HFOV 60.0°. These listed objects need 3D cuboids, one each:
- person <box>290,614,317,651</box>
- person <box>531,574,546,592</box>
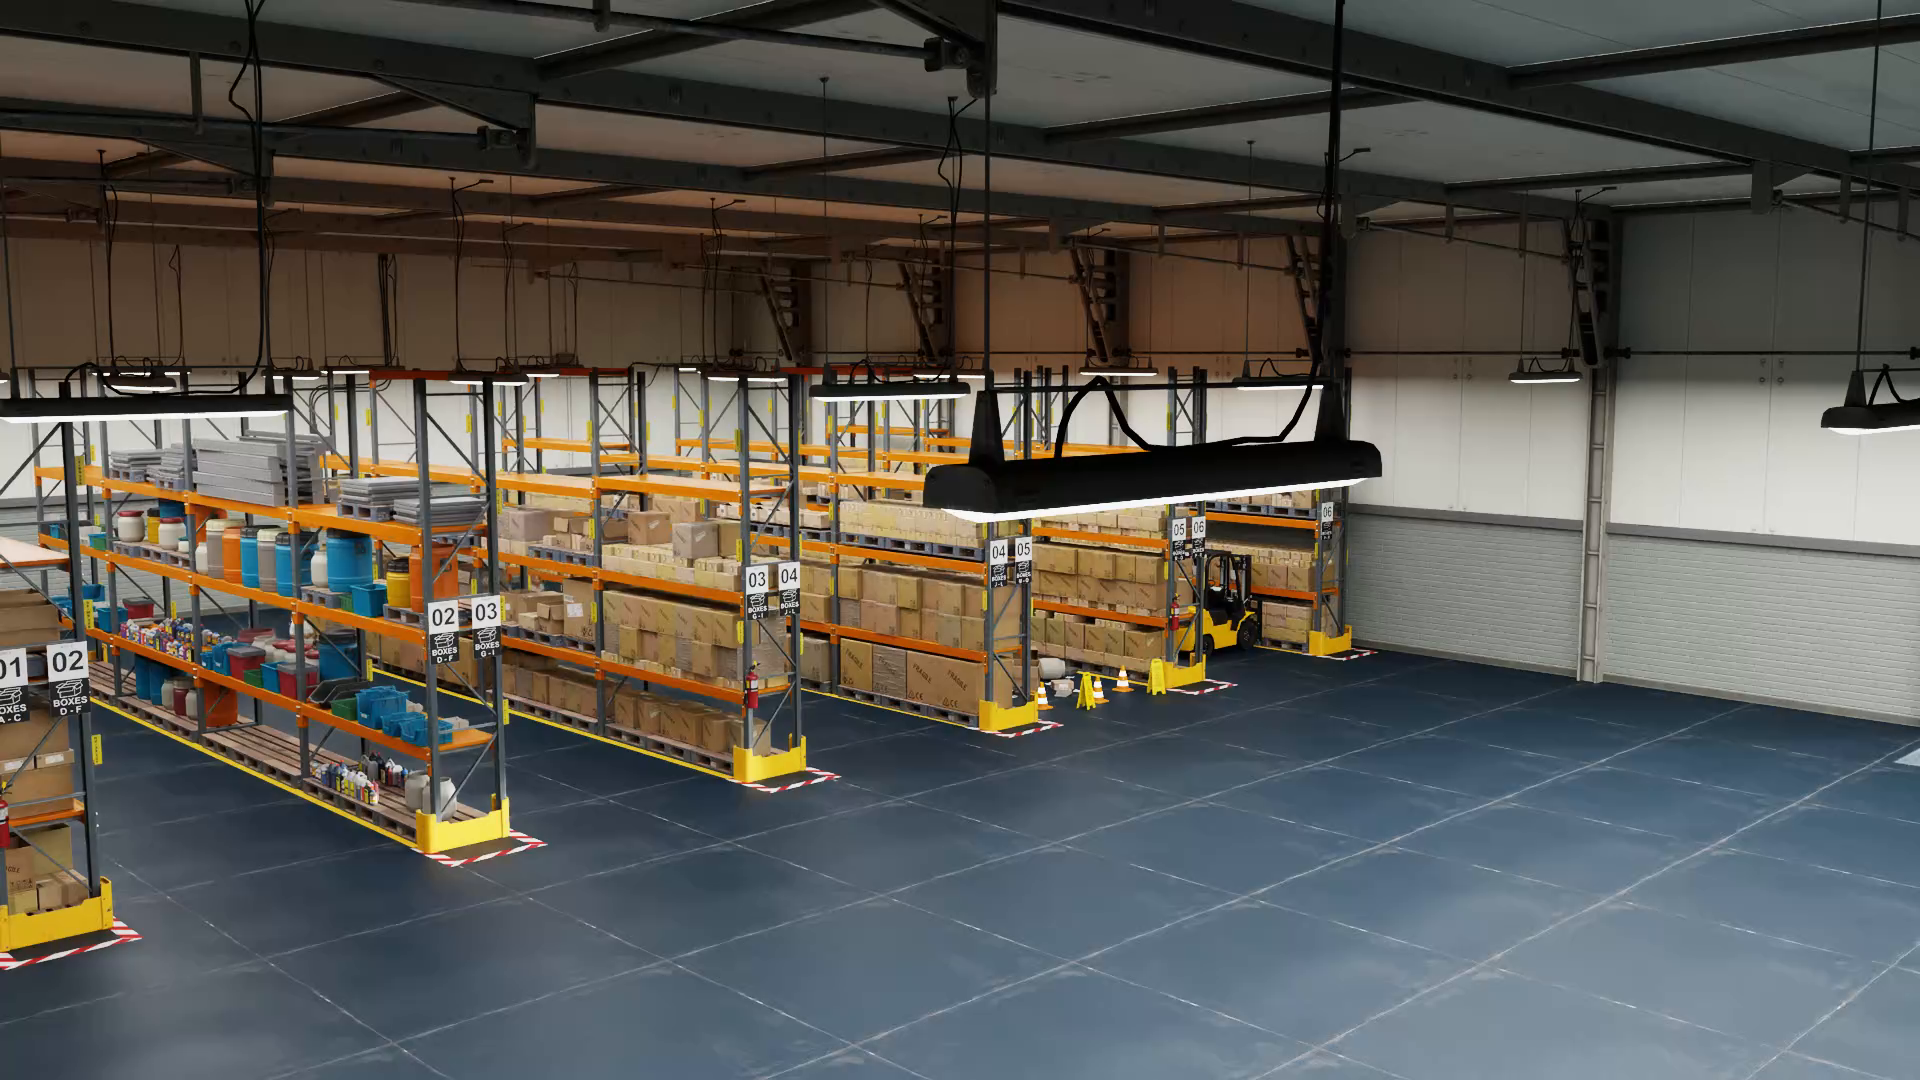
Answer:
[{"bbox_3d":[-12.147,2.006,30.699,0.938,1.680,0.573,4,8,32],"label":"person"},{"bbox_3d":[-9.149,1.518,35.909,0.540,1.581,0.630,-6,9,-41],"label":"person"}]
